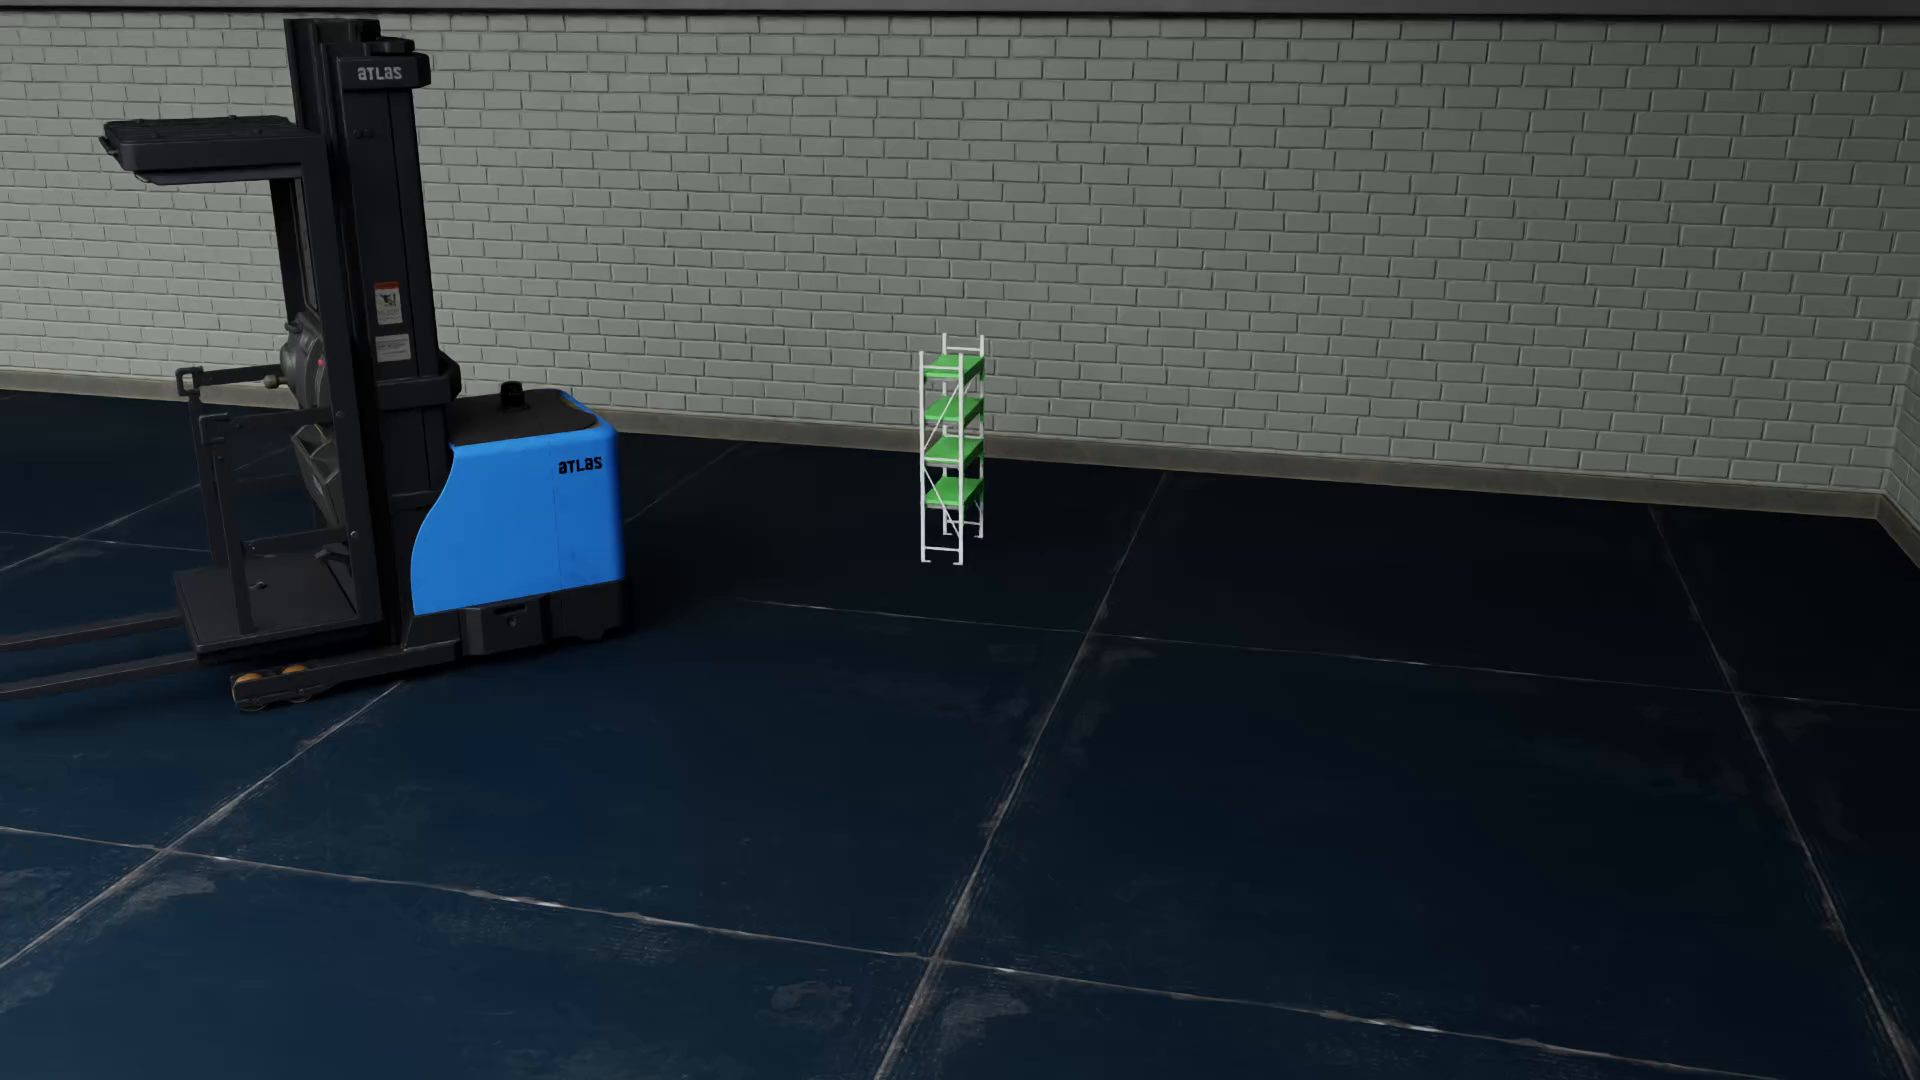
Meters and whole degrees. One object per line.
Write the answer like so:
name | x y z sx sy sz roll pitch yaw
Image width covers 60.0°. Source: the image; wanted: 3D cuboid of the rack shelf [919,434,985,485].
rack shelf | -0.040 -0.455 9.362 0.258 0.148 0.480 5 19 13

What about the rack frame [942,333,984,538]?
rack frame | 0.019 -0.592 9.566 0.240 1.200 0.015 5 19 13

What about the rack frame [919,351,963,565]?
rack frame | -0.100 -0.439 9.118 0.240 1.200 0.015 5 19 13

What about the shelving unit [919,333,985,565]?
shelving unit | -0.040 -0.516 9.342 0.258 1.200 0.503 5 19 13

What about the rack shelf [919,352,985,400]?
rack shelf | -0.040 -0.910 9.207 0.258 0.148 0.480 5 19 13

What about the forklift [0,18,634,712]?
forklift | -3.169 -0.814 7.537 3.031 2.935 1.130 -10 21 -28

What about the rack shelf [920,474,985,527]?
rack shelf | -0.040 -0.228 9.440 0.258 0.148 0.480 5 19 13

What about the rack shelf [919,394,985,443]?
rack shelf | -0.040 -0.683 9.285 0.258 0.148 0.480 5 19 13
